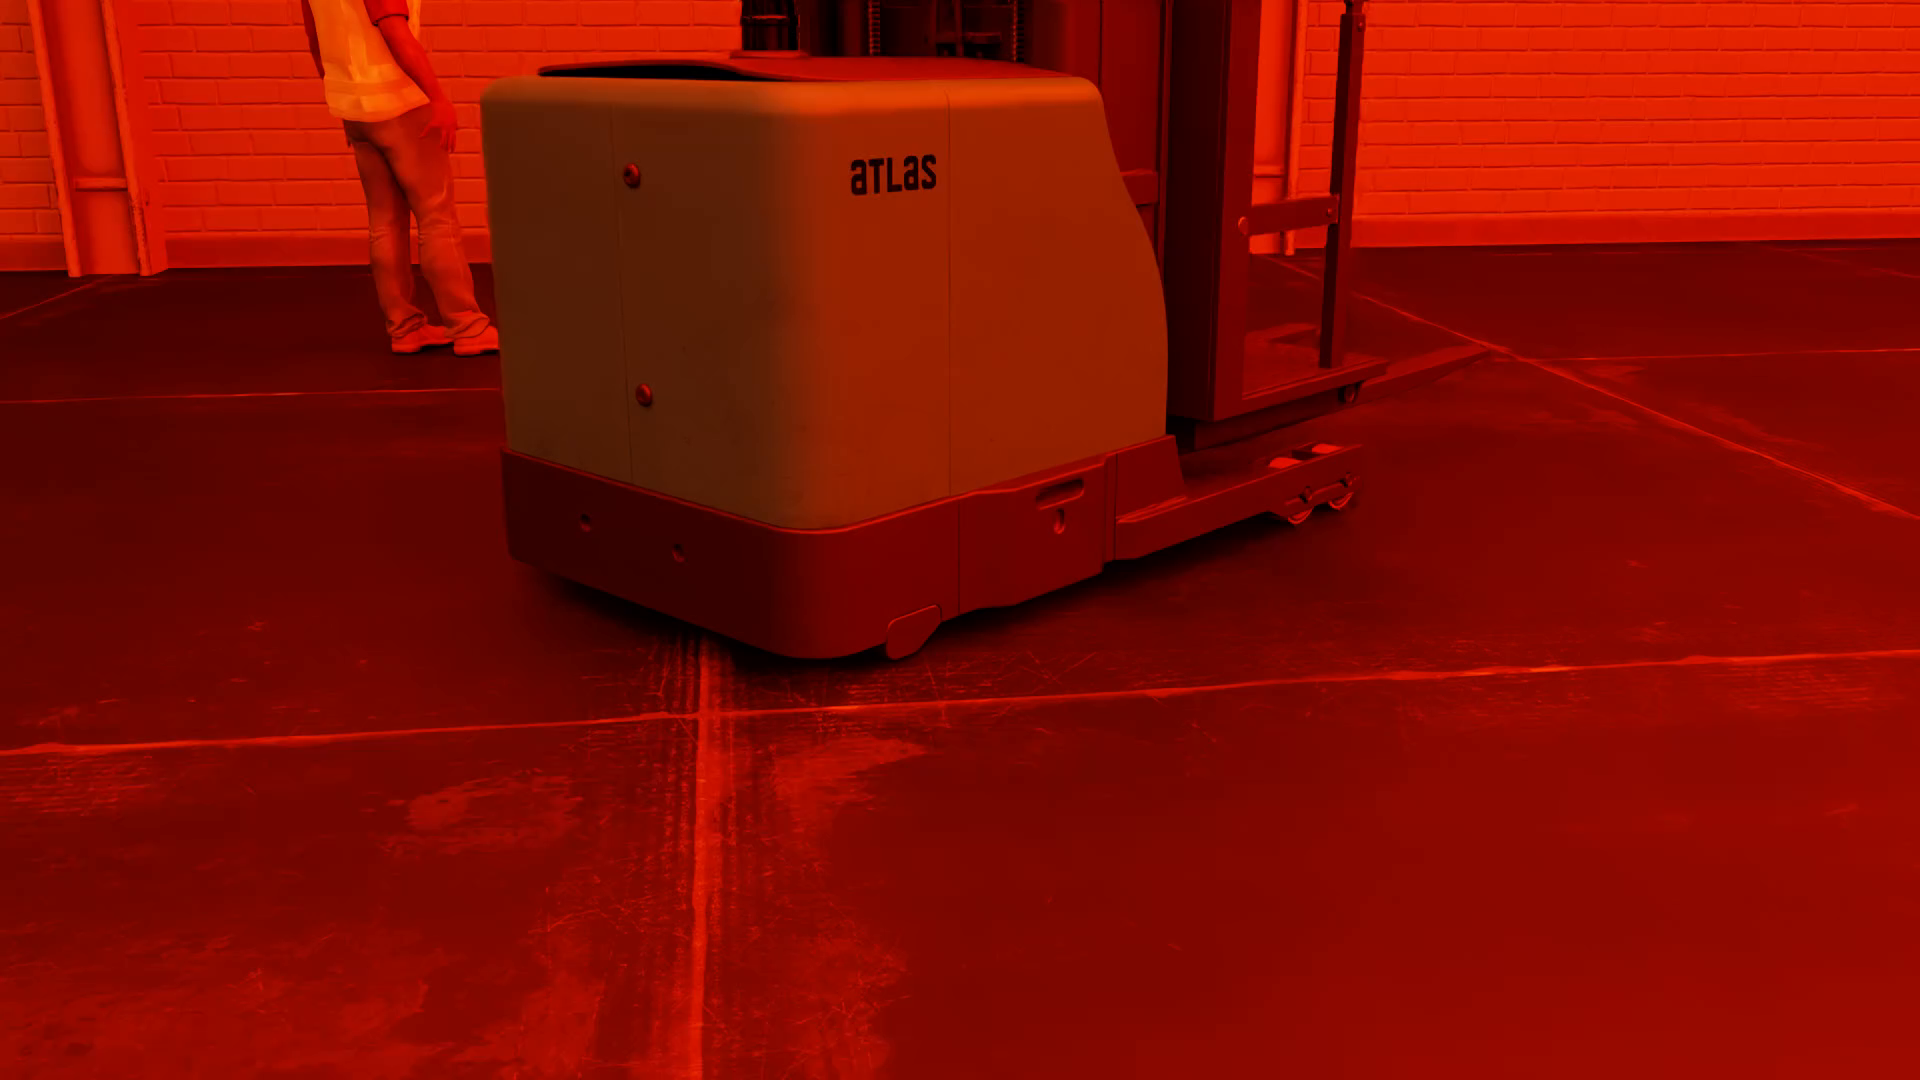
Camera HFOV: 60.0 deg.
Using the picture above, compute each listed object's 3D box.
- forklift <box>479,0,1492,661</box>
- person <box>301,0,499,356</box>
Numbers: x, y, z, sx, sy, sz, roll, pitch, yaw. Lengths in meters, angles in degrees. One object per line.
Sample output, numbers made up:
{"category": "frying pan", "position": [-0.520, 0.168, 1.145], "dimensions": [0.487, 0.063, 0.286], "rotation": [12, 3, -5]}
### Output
{"category": "forklift", "position": [0.382, -1.529, 3.961], "dimensions": [1.130, 2.935, 3.031], "rotation": [15, 22, 40]}
{"category": "person", "position": [-2.043, -1.580, 6.123], "dimensions": [0.666, 1.765, 0.578], "rotation": [14, 22, 38]}
